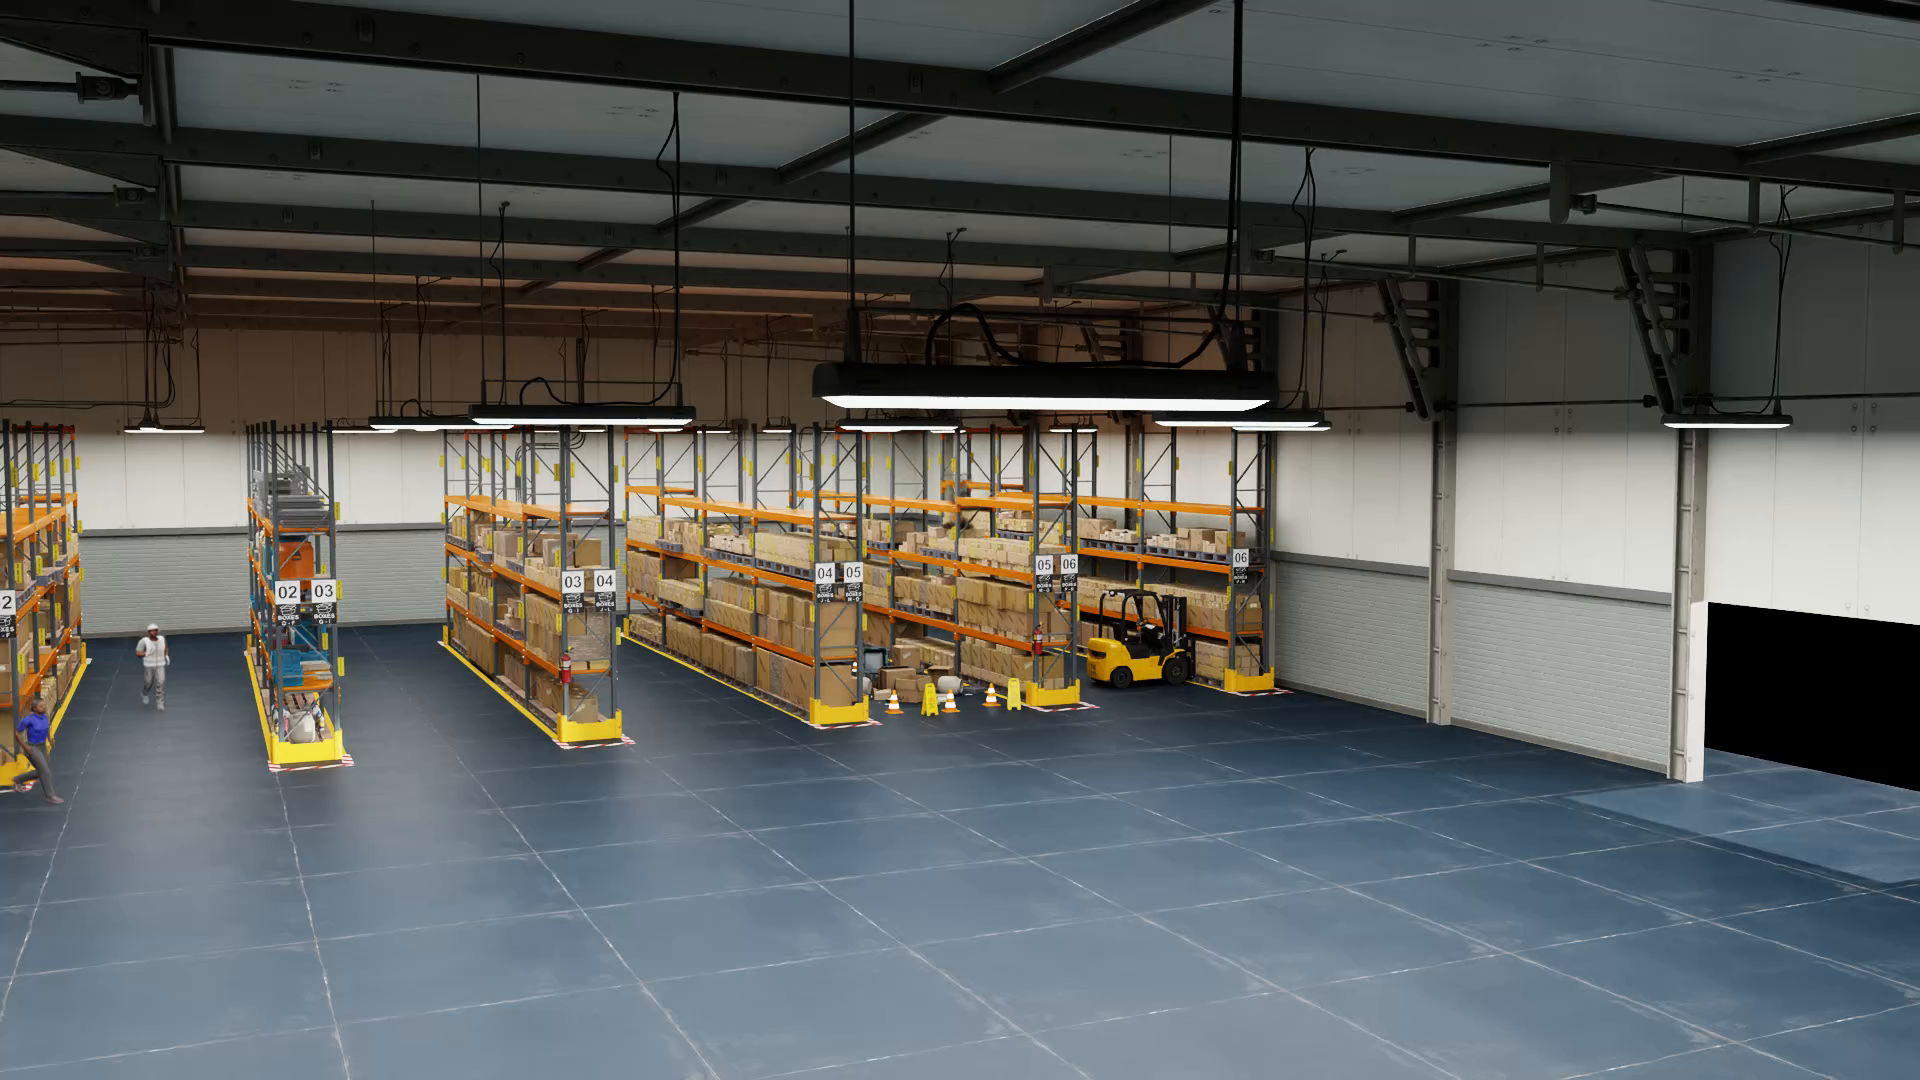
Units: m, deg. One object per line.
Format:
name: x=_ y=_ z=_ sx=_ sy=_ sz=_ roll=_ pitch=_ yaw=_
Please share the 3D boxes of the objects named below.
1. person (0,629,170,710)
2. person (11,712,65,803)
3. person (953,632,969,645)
person: x=-16.468 y=2.774 z=31.390 sx=4.696 sy=1.911 sz=6.451 roll=-3 pitch=5 yaw=-43
person: x=-14.449 y=3.394 z=25.960 sx=0.846 sy=1.452 sz=0.557 roll=1 pitch=4 yaw=9
person: x=0.071 y=2.140 z=43.456 sx=0.676 sy=1.722 sz=0.906 roll=-1 pitch=4 yaw=-21
